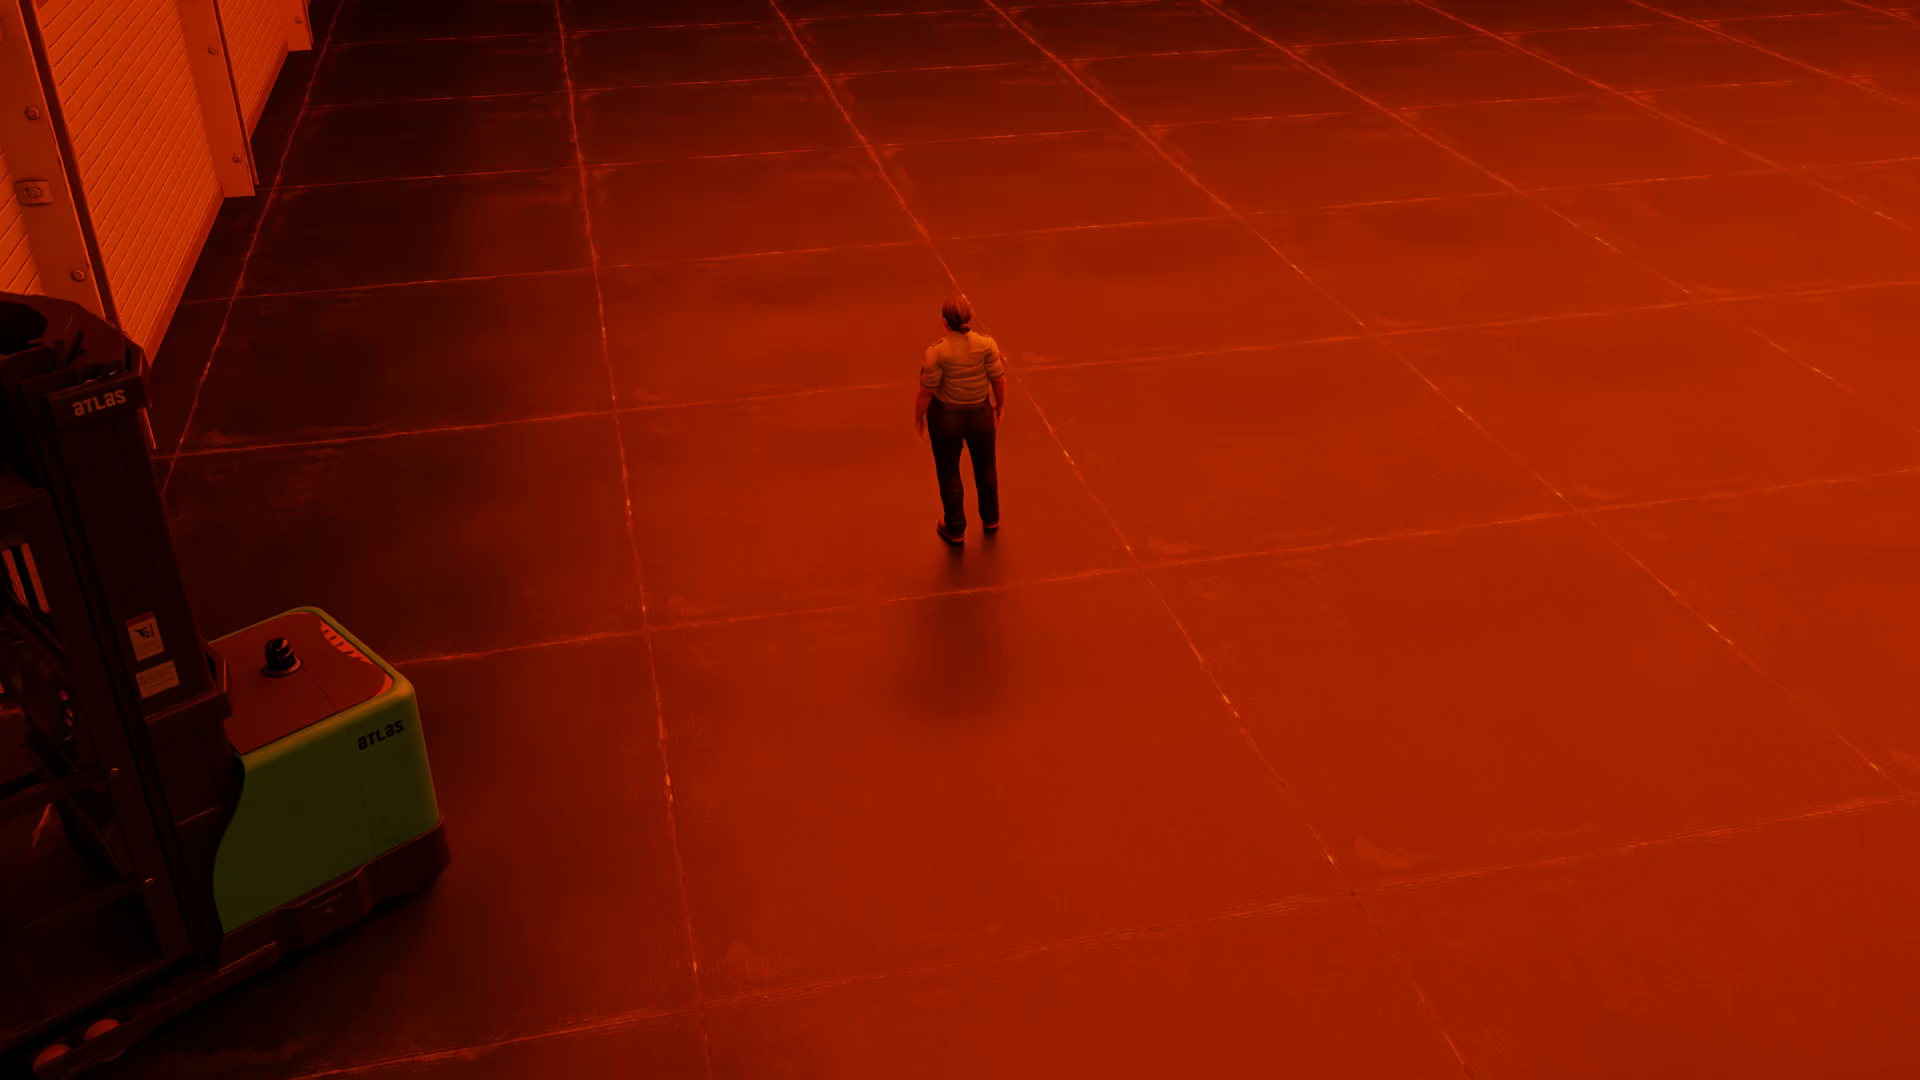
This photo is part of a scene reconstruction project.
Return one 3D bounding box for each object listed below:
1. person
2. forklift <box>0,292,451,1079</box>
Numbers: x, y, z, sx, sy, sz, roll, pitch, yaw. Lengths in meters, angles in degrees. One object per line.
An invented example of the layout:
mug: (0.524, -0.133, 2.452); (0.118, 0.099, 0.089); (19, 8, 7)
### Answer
person: (0.001, -0.766, 10.163); (0.598, 1.651, 0.503); (-7, 31, -12)
forklift: (-3.783, 0.640, 6.470); (3.031, 2.935, 1.130); (-26, 39, -37)
